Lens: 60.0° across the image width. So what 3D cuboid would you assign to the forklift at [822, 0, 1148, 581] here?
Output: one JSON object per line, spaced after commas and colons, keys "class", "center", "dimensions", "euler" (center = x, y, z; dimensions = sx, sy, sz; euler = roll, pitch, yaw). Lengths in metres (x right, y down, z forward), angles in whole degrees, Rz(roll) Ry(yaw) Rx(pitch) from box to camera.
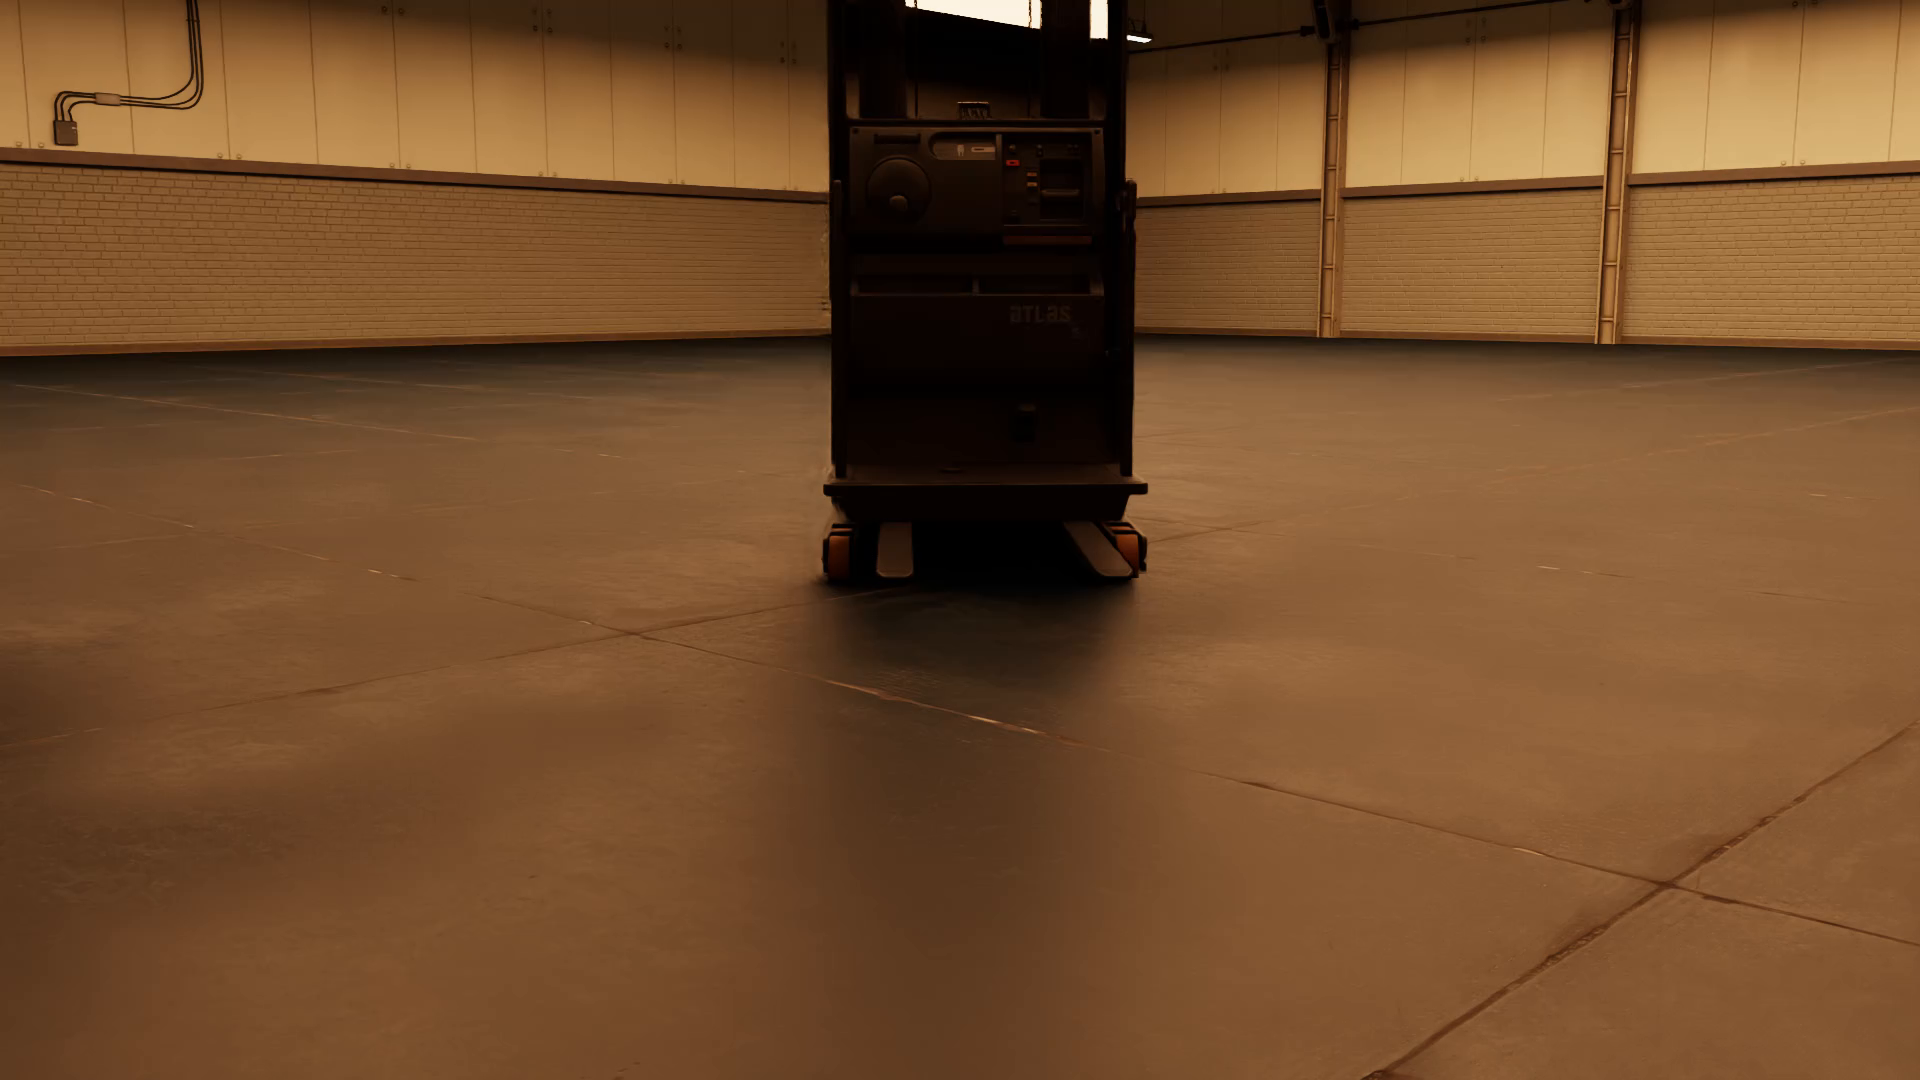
{"class": "forklift", "center": [0.072, -1.353, 5.857], "dimensions": [1.130, 2.935, 3.031], "euler": [0, 9, -2]}
